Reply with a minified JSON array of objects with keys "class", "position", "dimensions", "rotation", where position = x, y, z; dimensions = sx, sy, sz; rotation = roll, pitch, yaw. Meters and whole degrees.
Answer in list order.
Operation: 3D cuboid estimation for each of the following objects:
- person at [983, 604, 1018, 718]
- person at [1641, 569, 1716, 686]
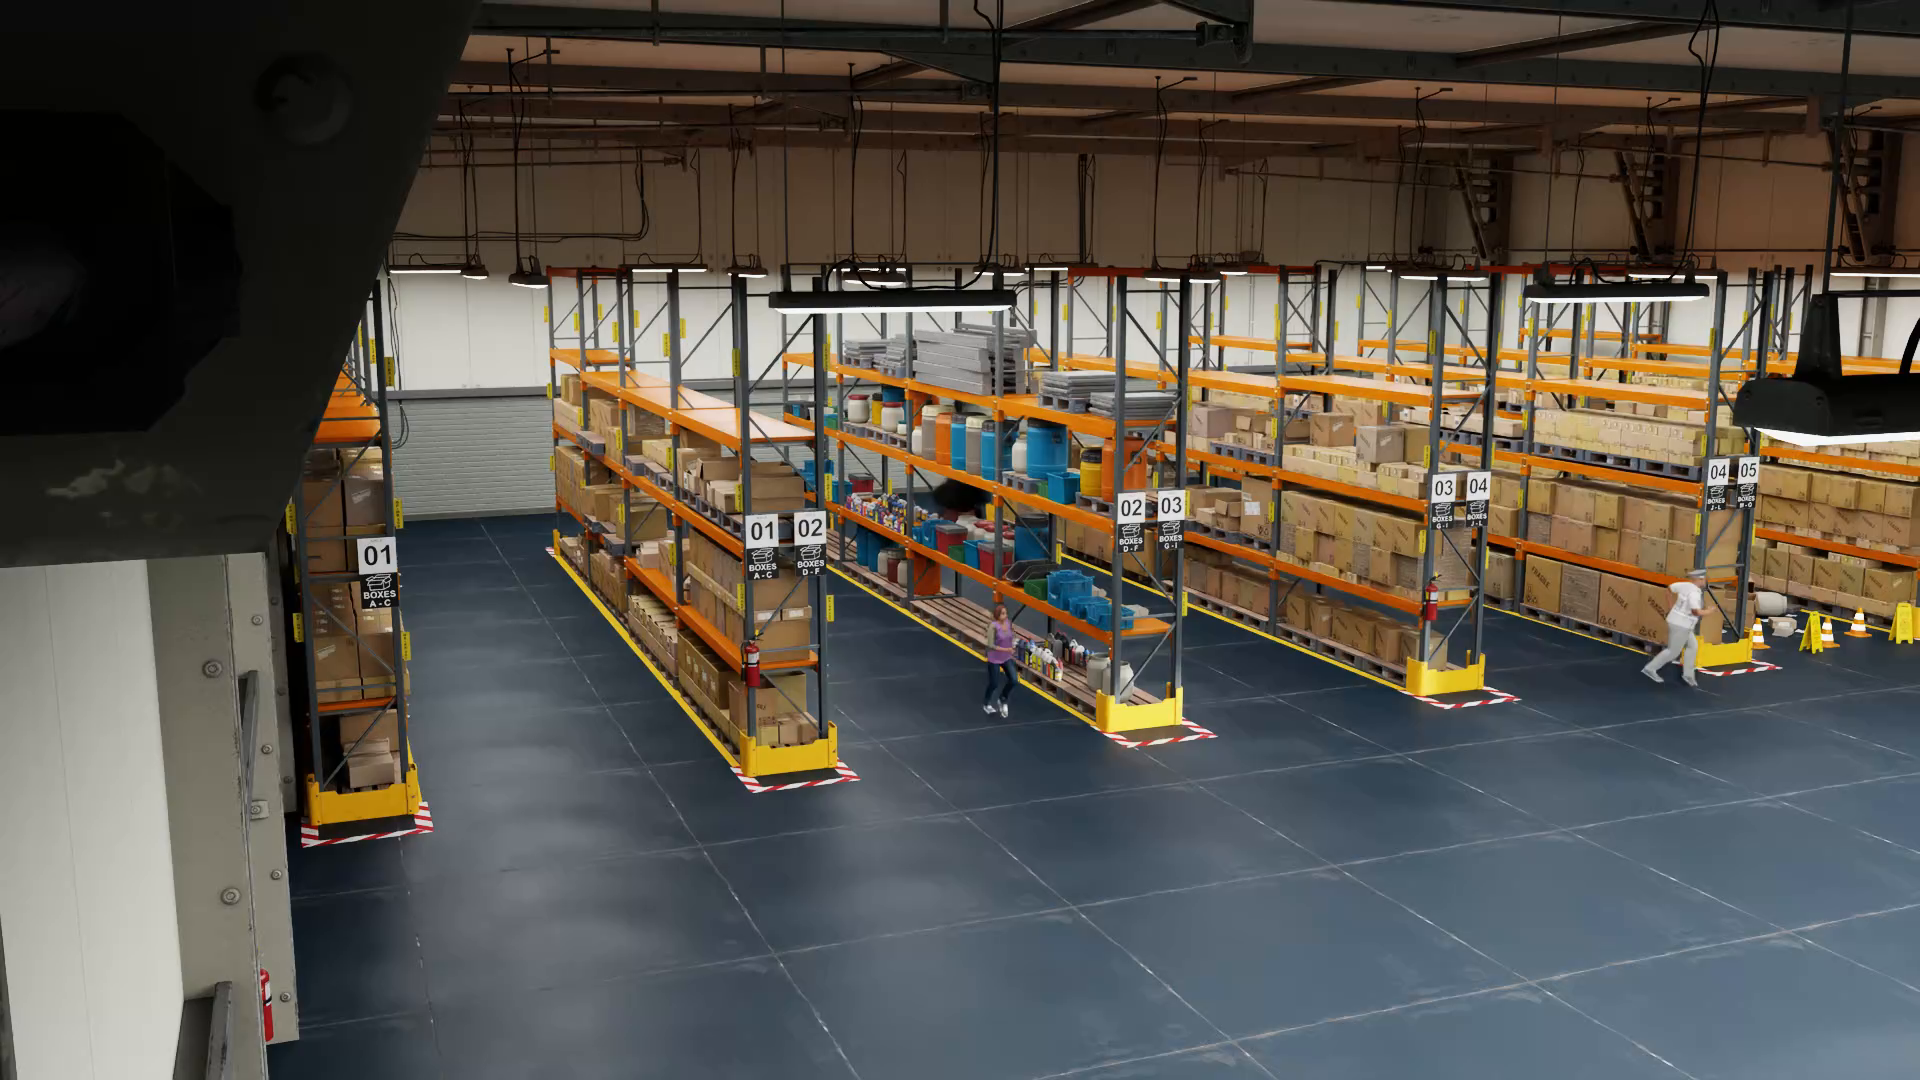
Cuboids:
[{"class":"person","position":[0.559,1.660,22.602],"dimensions":[0.504,1.558,0.732],"rotation":[-7,12,-34]},{"class":"person","position":[10.525,1.312,24.341],"dimensions":[0.962,1.823,0.684],"rotation":[2,10,10]}]
